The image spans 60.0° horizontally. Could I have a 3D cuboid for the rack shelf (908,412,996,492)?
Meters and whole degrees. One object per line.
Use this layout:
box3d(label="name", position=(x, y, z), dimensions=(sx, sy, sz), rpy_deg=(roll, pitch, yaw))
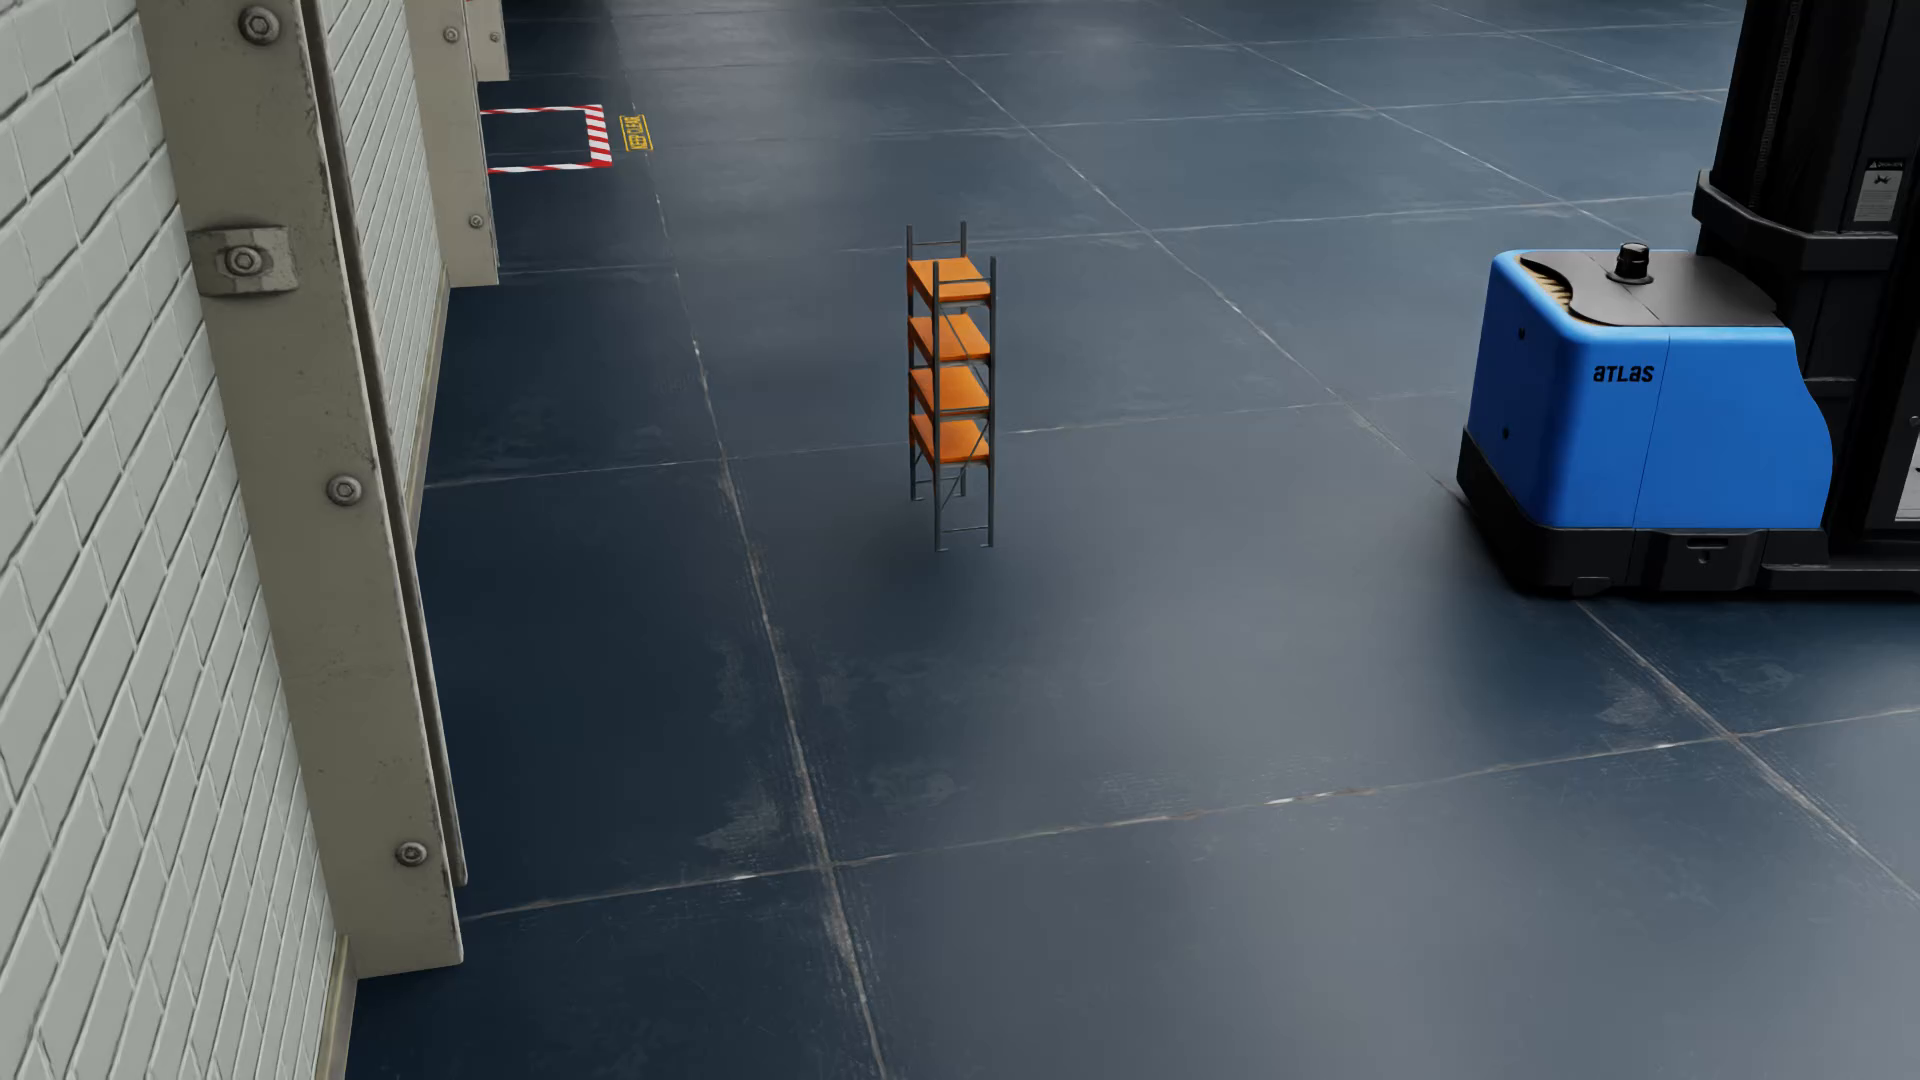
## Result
box3d(label="rack shelf", position=(-0.037, -0.371, 6.743), dimensions=(0.258, 0.148, 0.480), rpy_deg=(-6, 27, -12))

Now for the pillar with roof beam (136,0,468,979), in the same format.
box3d(label="pillar with roof beam", position=(2.658, -3.383, 3.466), dimensions=(9.100, 9.000, 0.400), rpy_deg=(-6, 27, -12))

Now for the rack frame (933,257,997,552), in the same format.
box3d(label="rack frame", position=(0.018, -0.501, 6.411), dimensions=(0.240, 1.200, 0.015), rpy_deg=(-6, 27, -12))

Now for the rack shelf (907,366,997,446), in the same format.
box3d(label="rack shelf", position=(-0.037, -0.548, 6.654), dimensions=(0.258, 0.148, 0.480), rpy_deg=(-6, 27, -12))

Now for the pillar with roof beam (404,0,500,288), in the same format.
box3d(label="pillar with roof beam", position=(1.305, -6.017, 8.685), dimensions=(9.100, 9.000, 0.400), rpy_deg=(-6, 27, -12))

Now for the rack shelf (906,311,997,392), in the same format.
box3d(label="rack shelf", position=(-0.037, -0.748, 6.553), dimensions=(0.258, 0.148, 0.480), rpy_deg=(-6, 27, -12))

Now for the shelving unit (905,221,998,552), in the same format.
box3d(label="shelving unit", position=(-0.037, -0.608, 6.624), dimensions=(0.258, 1.200, 0.503), rpy_deg=(-6, 27, -12))

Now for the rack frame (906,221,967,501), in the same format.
box3d(label="rack frame", position=(-0.092, -0.715, 6.836), dimensions=(0.240, 1.200, 0.015), rpy_deg=(-6, 27, -12))

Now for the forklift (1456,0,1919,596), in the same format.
box3d(label="forklift", position=(3.630, -1.303, 6.079), dimensions=(3.031, 2.935, 1.130), rpy_deg=(0, 27, 0))

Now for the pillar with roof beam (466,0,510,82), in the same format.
box3d(label="pillar with roof beam", position=(-0.047, -8.651, 13.903), dimensions=(9.100, 9.000, 0.400), rpy_deg=(-6, 27, -12))

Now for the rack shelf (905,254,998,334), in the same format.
box3d(label="rack shelf", position=(-0.037, -0.959, 6.447), dimensions=(0.258, 0.148, 0.480), rpy_deg=(-6, 27, -12))
